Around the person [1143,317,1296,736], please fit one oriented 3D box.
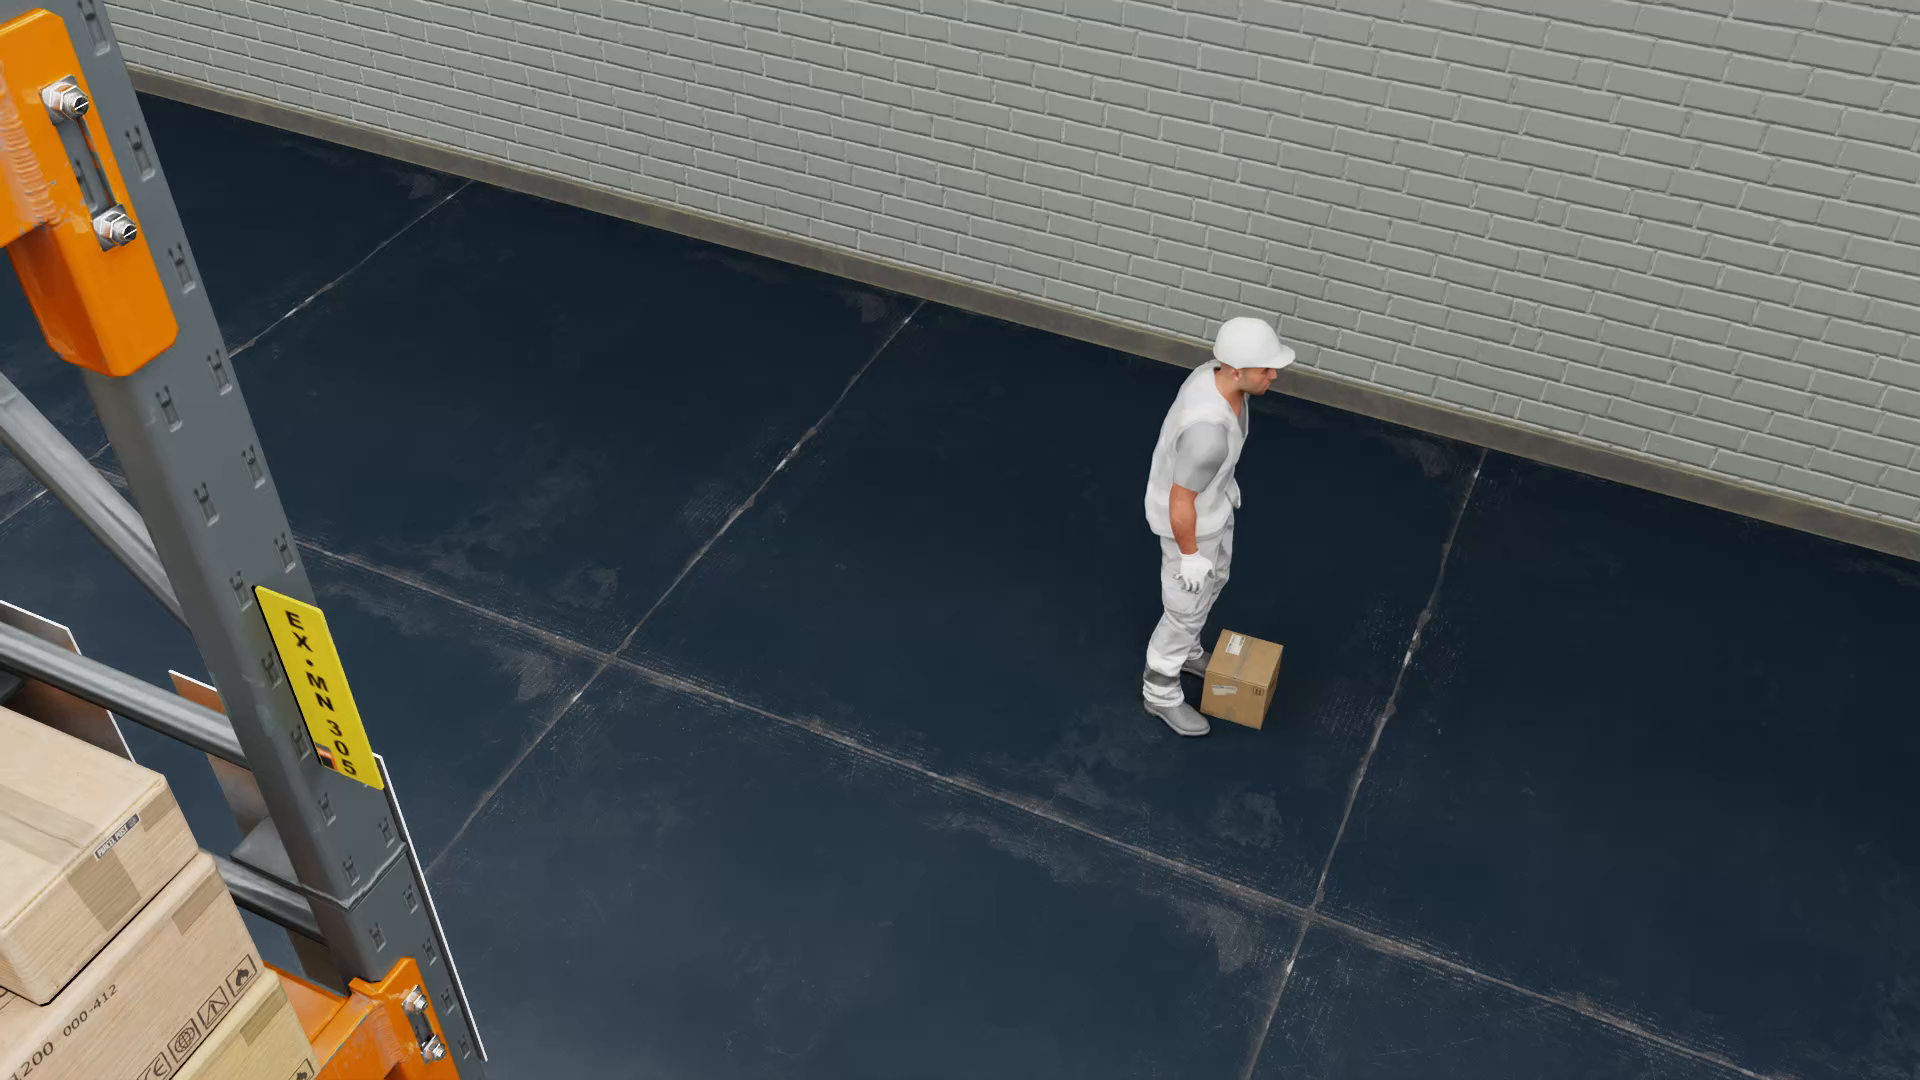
[{"bbox_3d":[0.925,-0.079,6.237,0.451,1.779,0.618,15,44,16],"label":"person"}]
